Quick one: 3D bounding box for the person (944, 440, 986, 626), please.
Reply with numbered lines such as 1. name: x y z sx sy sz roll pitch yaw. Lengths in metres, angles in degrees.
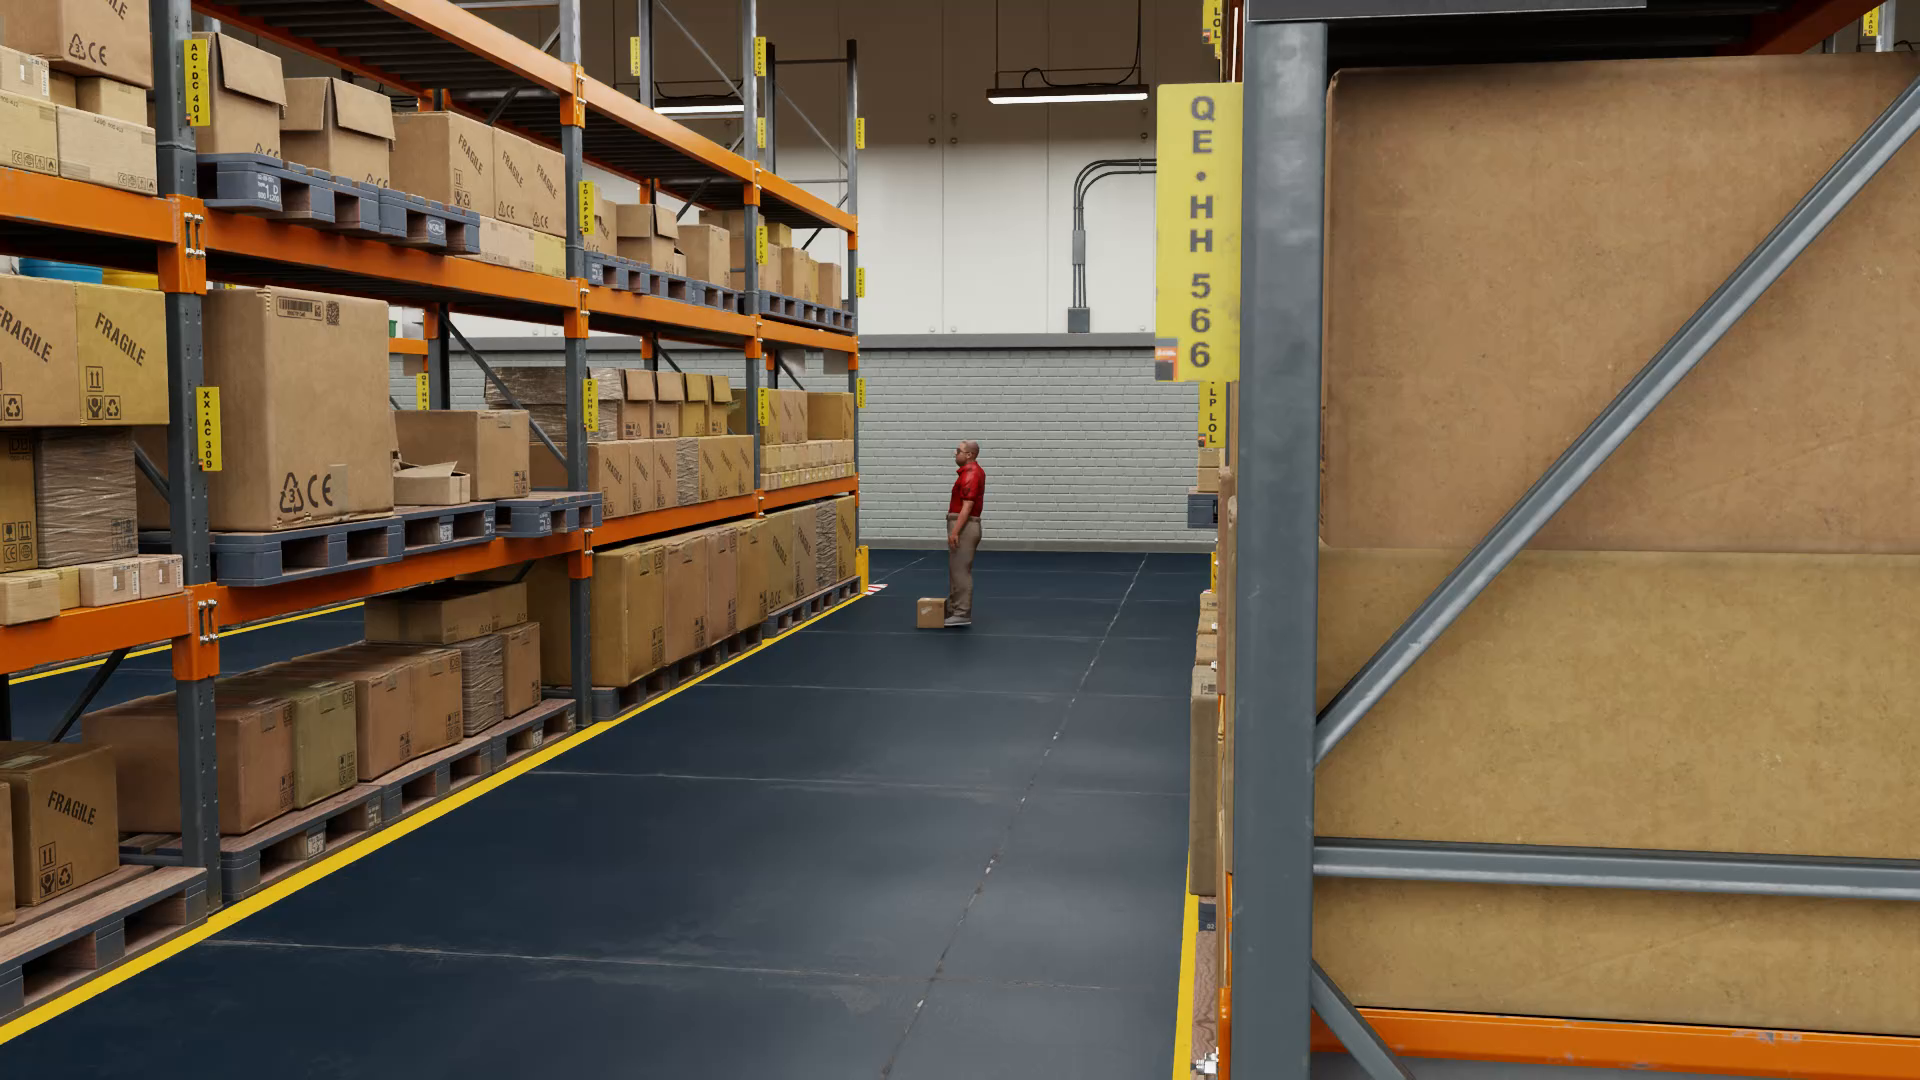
1. person: -0.053 -0.066 15.461 0.550 1.727 0.641 1 4 9
